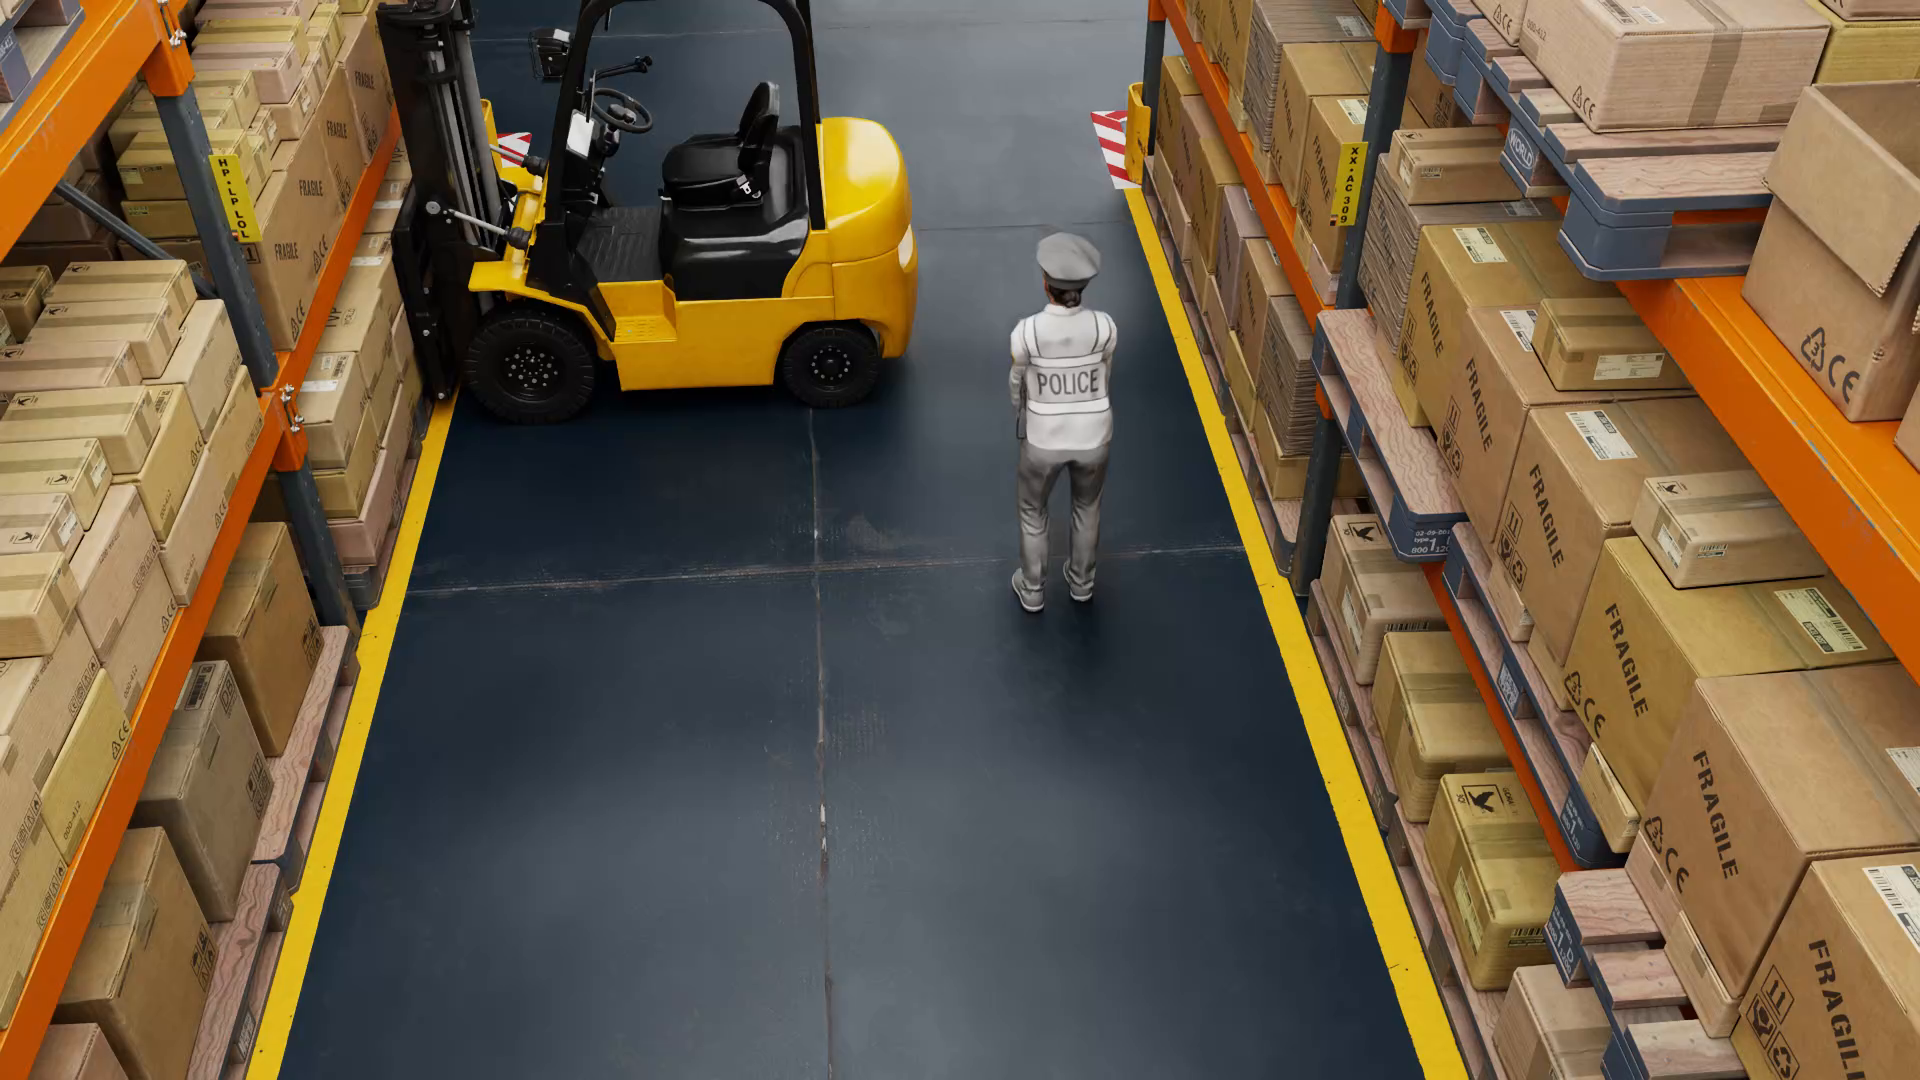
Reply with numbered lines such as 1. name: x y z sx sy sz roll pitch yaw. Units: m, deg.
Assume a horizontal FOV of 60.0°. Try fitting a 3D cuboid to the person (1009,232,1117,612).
1. person: 0.398 -0.456 6.717 0.415 1.665 0.542 -4 40 -5
